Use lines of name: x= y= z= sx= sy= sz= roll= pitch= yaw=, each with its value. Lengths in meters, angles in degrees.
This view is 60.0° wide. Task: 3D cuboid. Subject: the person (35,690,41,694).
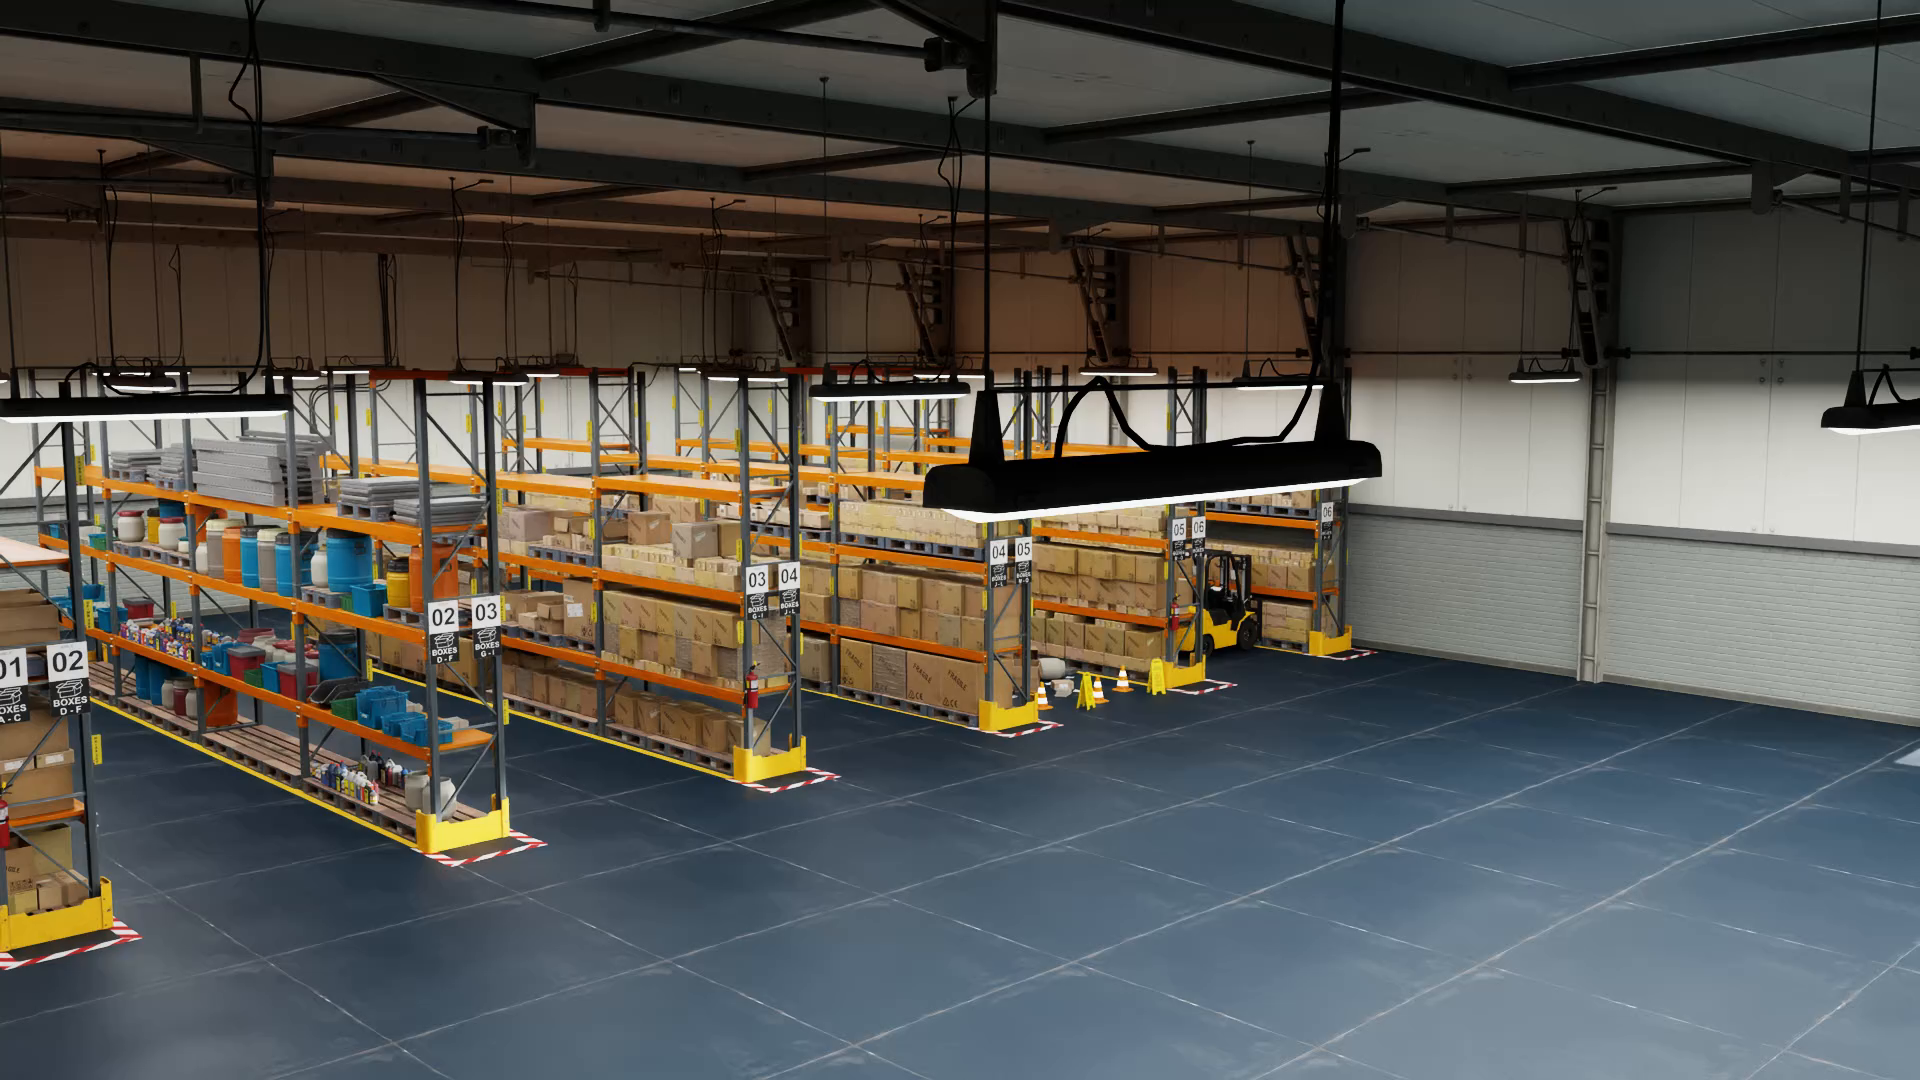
person: x=-15.477 y=2.399 z=27.462 sx=0.638 sy=1.704 sz=0.624 roll=4 pitch=8 yaw=31
